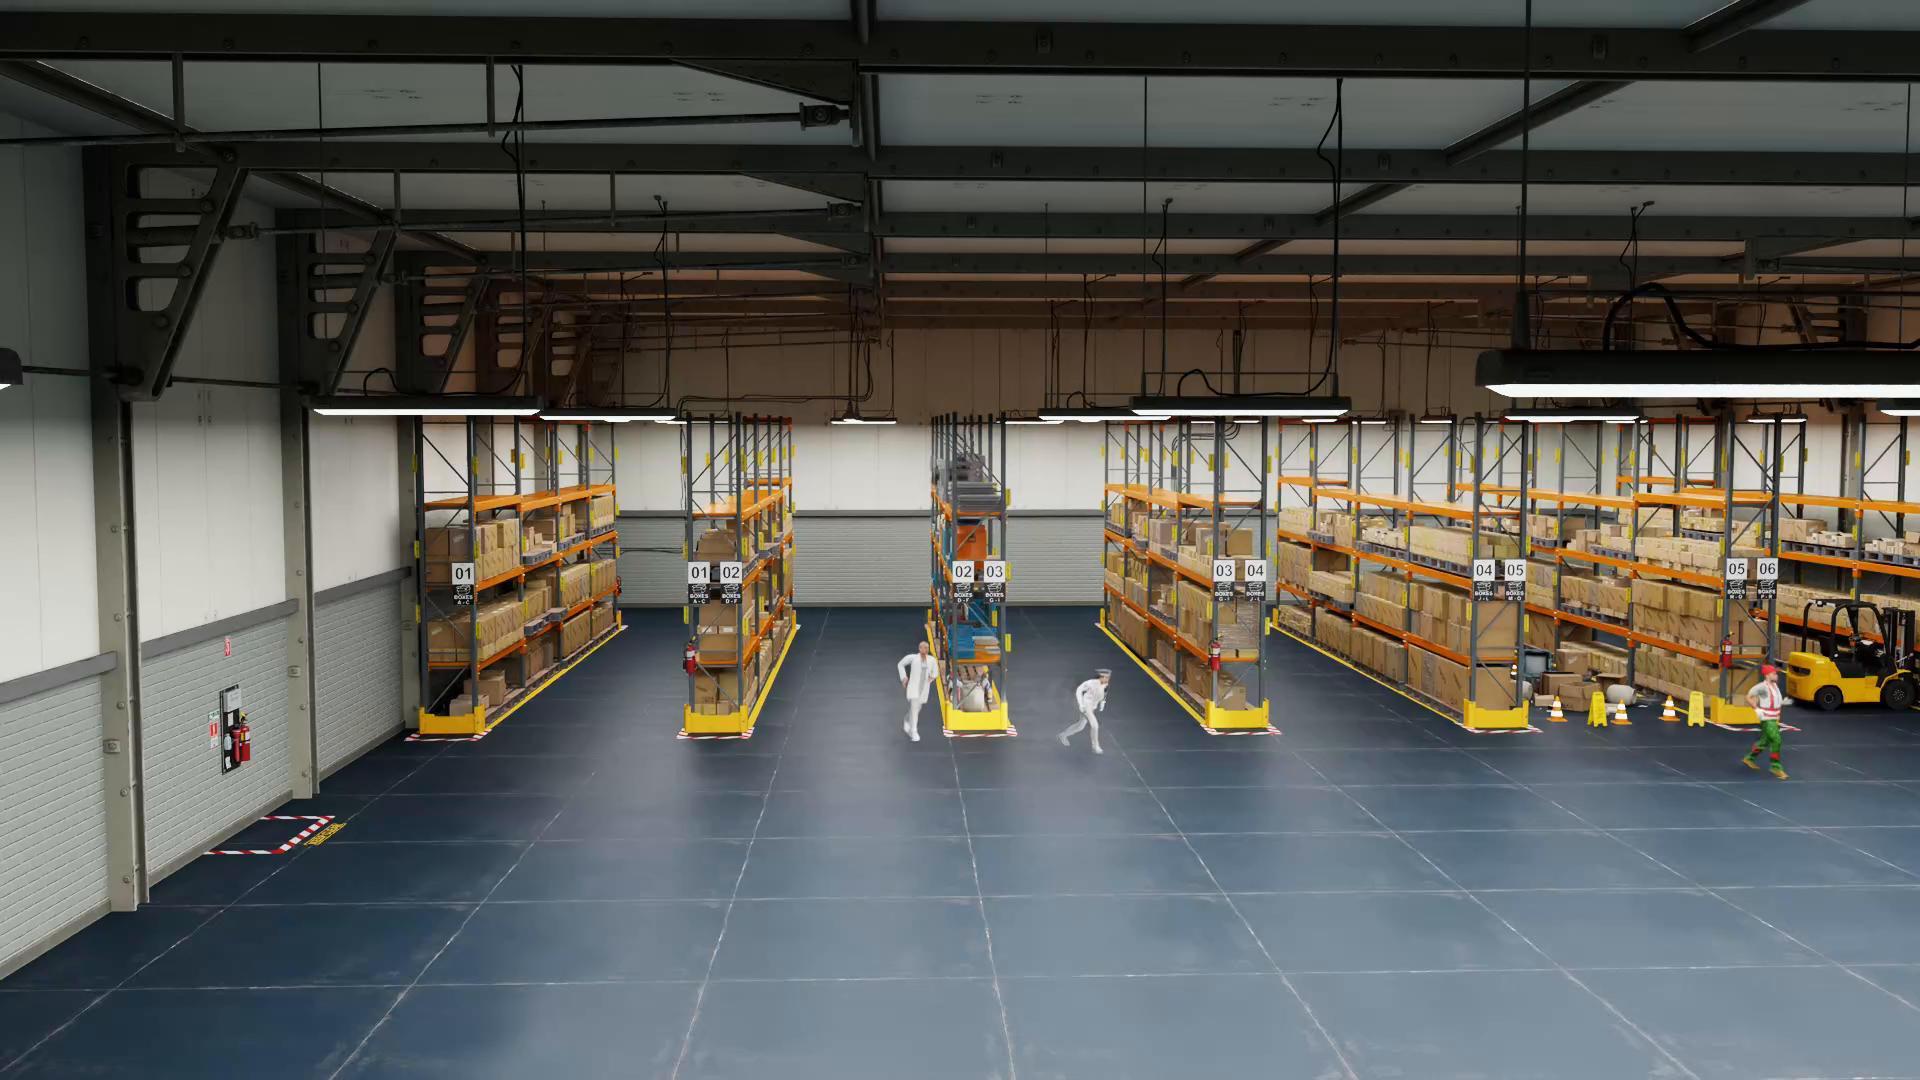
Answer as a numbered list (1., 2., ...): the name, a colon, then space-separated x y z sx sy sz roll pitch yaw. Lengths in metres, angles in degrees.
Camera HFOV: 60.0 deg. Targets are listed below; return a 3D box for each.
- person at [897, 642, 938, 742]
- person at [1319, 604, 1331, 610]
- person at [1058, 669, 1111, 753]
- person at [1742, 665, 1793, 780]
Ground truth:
1. person: -0.748 2.754 30.709 0.736 1.756 1.022 -2 4 -24
2. person: 10.692 1.629 48.583 0.655 1.612 0.525 -3 5 -36
3. person: 2.211 2.993 29.411 1.055 1.513 0.623 3 5 41
4. person: 13.261 2.961 27.301 0.640 1.824 0.813 -4 5 -44
